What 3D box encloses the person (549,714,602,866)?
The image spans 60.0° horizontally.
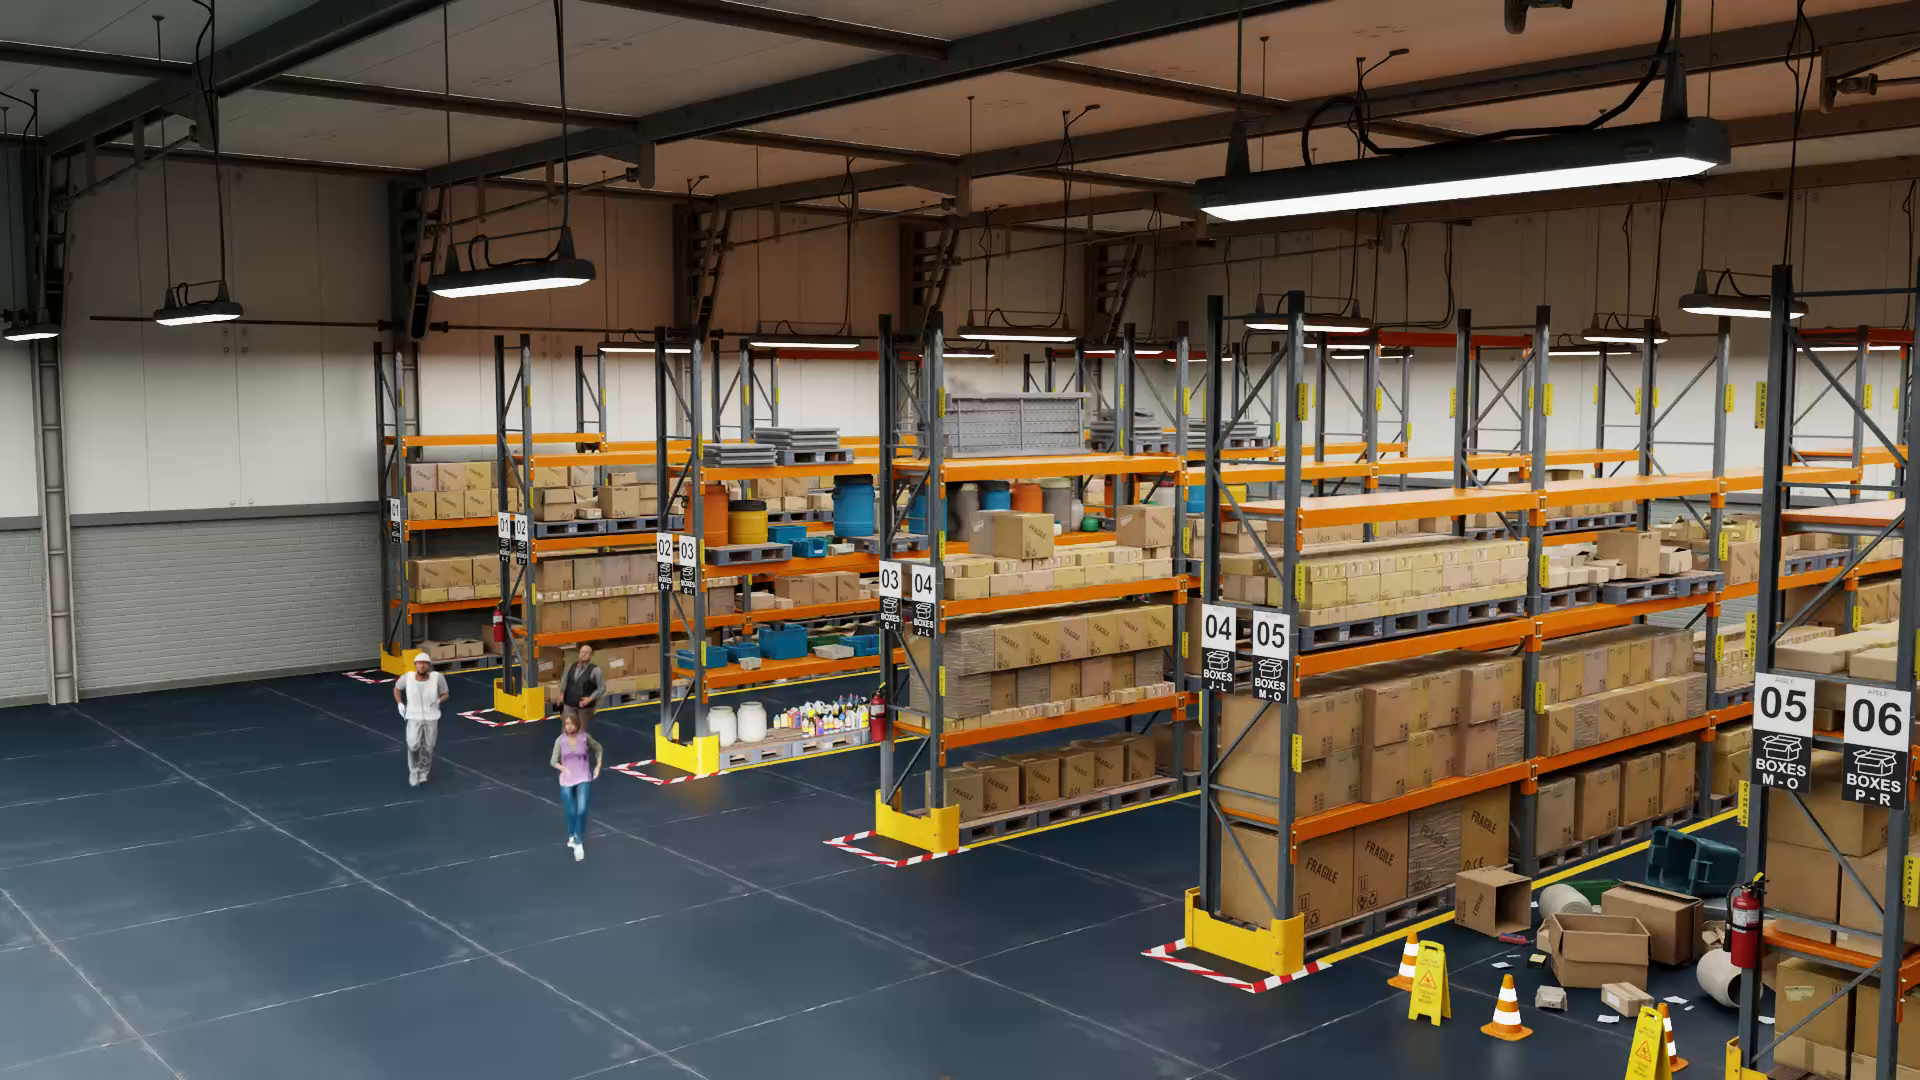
[{"bbox_3d":[-4.232,2.718,18.315,0.541,1.620,0.733,-1,5,-7],"label":"person"}]

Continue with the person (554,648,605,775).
[{"bbox_3d":[-5.162,2.297,22.509,0.707,1.681,0.657,1,5,13],"label":"person"}]

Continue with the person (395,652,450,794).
[{"bbox_3d":[-6.932,2.339,21.491,0.659,1.811,0.806,-2,6,-20],"label":"person"}]
